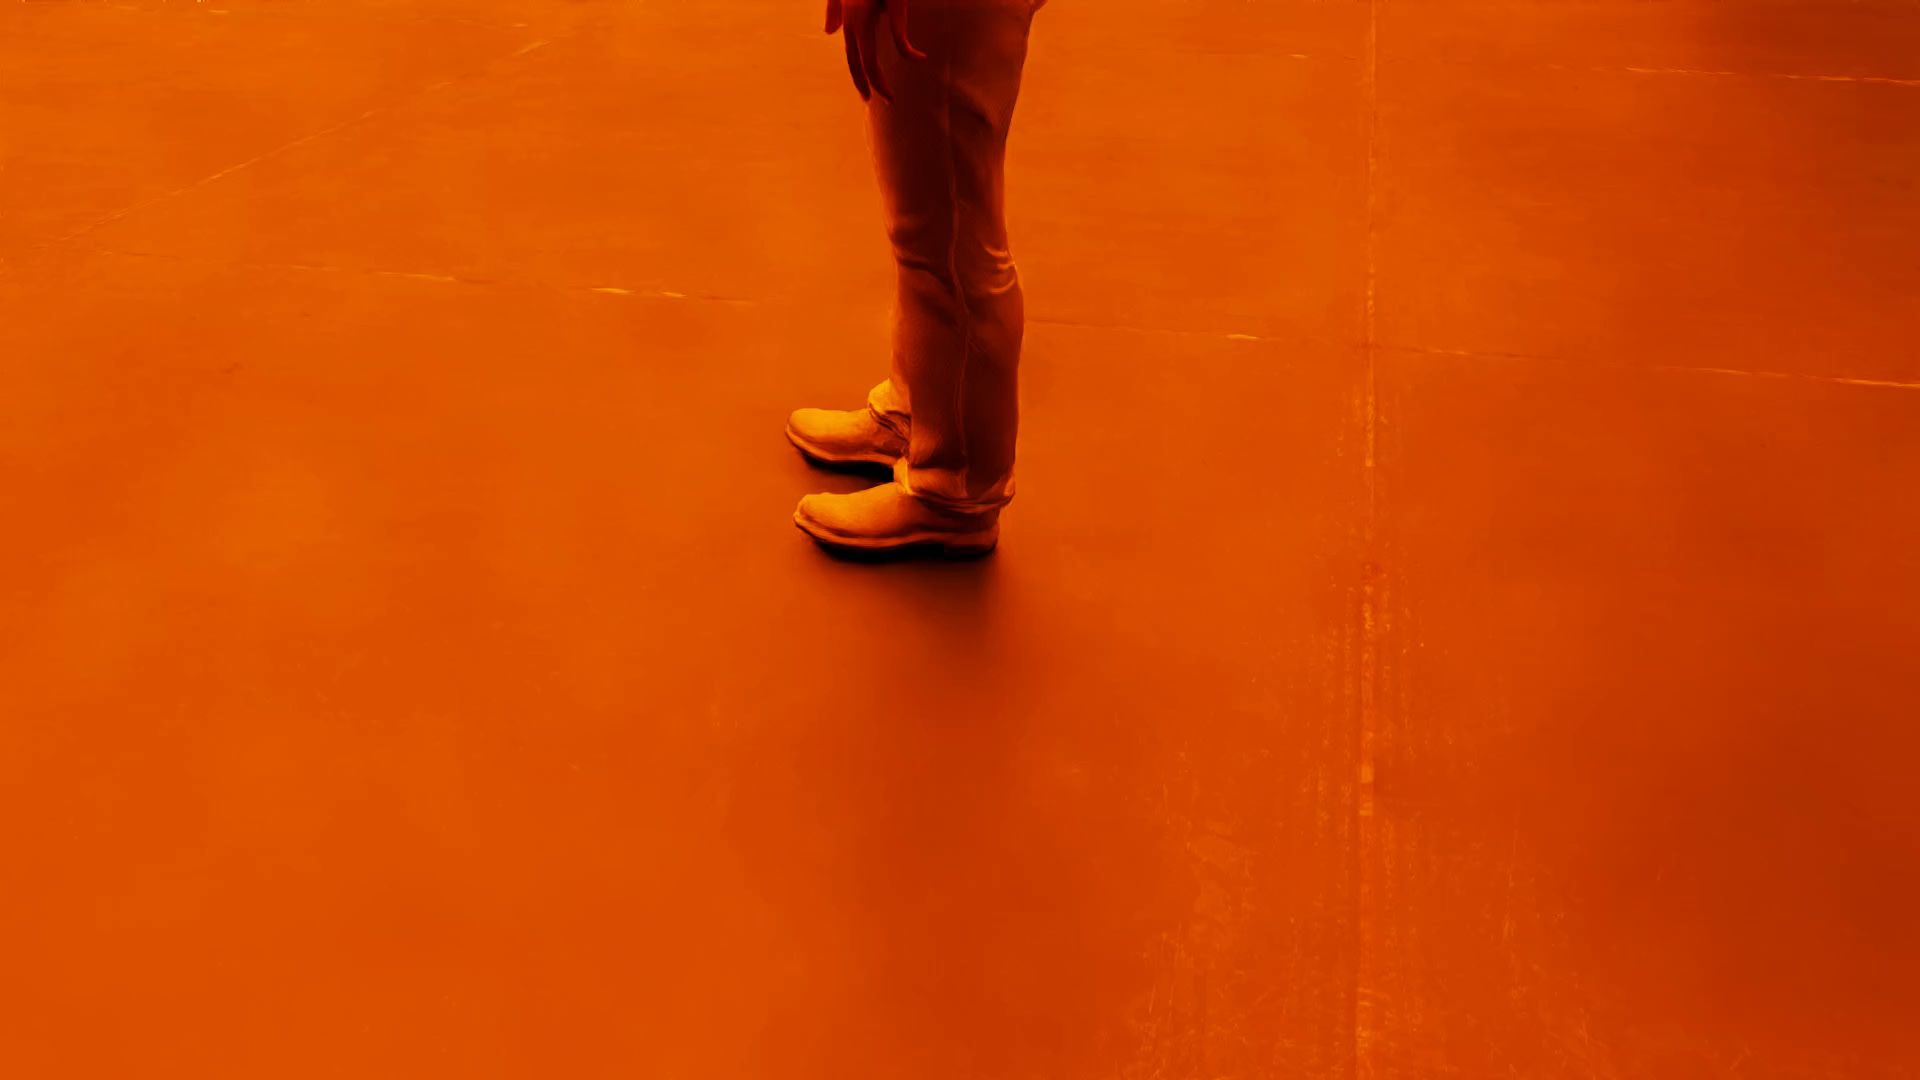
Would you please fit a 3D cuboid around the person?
[{"bbox_3d":[-0.067,-0.804,2.117,0.576,1.766,0.665,6,27,11],"label":"person"}]
